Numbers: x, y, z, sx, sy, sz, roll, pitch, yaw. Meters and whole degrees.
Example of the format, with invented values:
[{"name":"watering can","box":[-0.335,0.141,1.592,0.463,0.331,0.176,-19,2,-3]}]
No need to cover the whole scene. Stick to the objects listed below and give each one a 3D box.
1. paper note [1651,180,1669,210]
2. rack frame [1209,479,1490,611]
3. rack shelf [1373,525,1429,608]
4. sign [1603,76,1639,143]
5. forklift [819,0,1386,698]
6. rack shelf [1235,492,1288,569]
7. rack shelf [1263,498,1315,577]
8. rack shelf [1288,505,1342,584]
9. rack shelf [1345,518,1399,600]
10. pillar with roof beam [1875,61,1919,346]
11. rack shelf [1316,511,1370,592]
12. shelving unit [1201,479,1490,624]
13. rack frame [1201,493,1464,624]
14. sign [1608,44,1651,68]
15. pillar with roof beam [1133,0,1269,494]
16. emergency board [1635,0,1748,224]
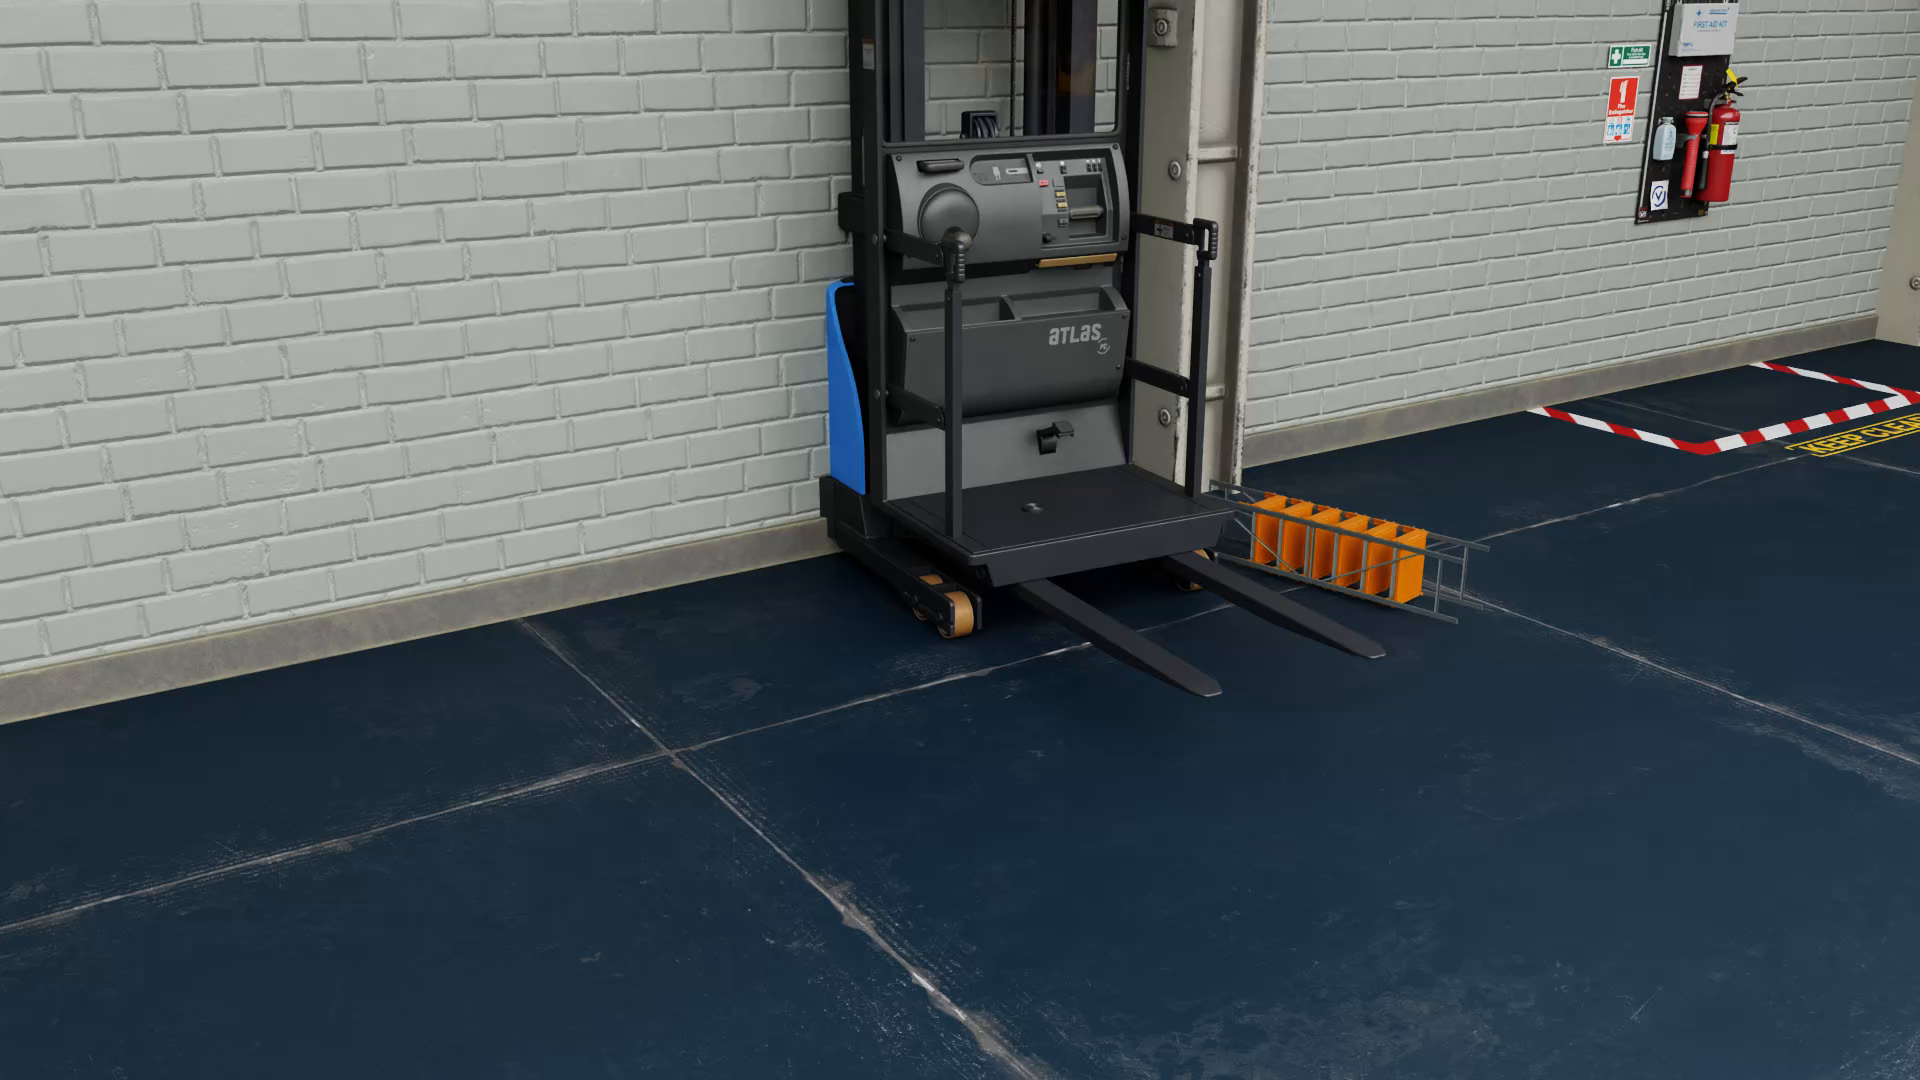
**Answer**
[{"name":"paper note","box":[3.740,-1.842,8.884,0.142,0.148,0.016,-12,22,-31]},{"name":"rack frame","box":[1.428,0.004,6.274,1.200,0.240,0.006,17,25,41]},{"name":"rack shelf","box":[1.591,0.095,6.004,0.103,0.258,0.180,17,25,41]},{"name":"sign","box":[3.407,-2.219,8.568,0.234,0.329,0.001,-12,22,-31]},{"name":"forklift","box":[0.292,-1.211,5.749,1.130,2.935,3.031,-10,21,-26]},{"name":"rack shelf","box":[1.160,-0.039,6.399,0.103,0.258,0.180,17,25,41]},{"name":"rack shelf","box":[1.246,-0.012,6.320,0.103,0.258,0.180,17,25,41]},{"name":"rack shelf","box":[1.332,0.015,6.241,0.103,0.258,0.180,17,25,41]},{"name":"rack shelf","box":[1.505,0.069,6.083,0.103,0.258,0.180,17,25,41]},{"name":"pillar with roof beam","box":[8.379,-4.387,5.671,0.400,9.000,9.100,-12,22,-31]},{"name":"rack shelf","box":[1.418,0.042,6.162,0.103,0.258,0.180,17,25,41]},{"name":"shelving unit","box":[1.364,0.025,6.212,1.200,0.258,0.189,17,25,41]},{"name":"rack frame","box":[1.301,0.046,6.150,1.200,0.240,0.006,17,25,41]},{"name":"sign","box":[3.416,-2.468,8.479,0.331,0.109,0.001,-12,22,-31]},{"name":"pillar with roof beam","box":[3.367,-3.330,2.545,0.400,9.000,9.100,-12,22,-31]},{"name":"emergency board","box":[3.926,-2.272,8.781,0.643,1.169,0.194,-12,22,-31]}]
